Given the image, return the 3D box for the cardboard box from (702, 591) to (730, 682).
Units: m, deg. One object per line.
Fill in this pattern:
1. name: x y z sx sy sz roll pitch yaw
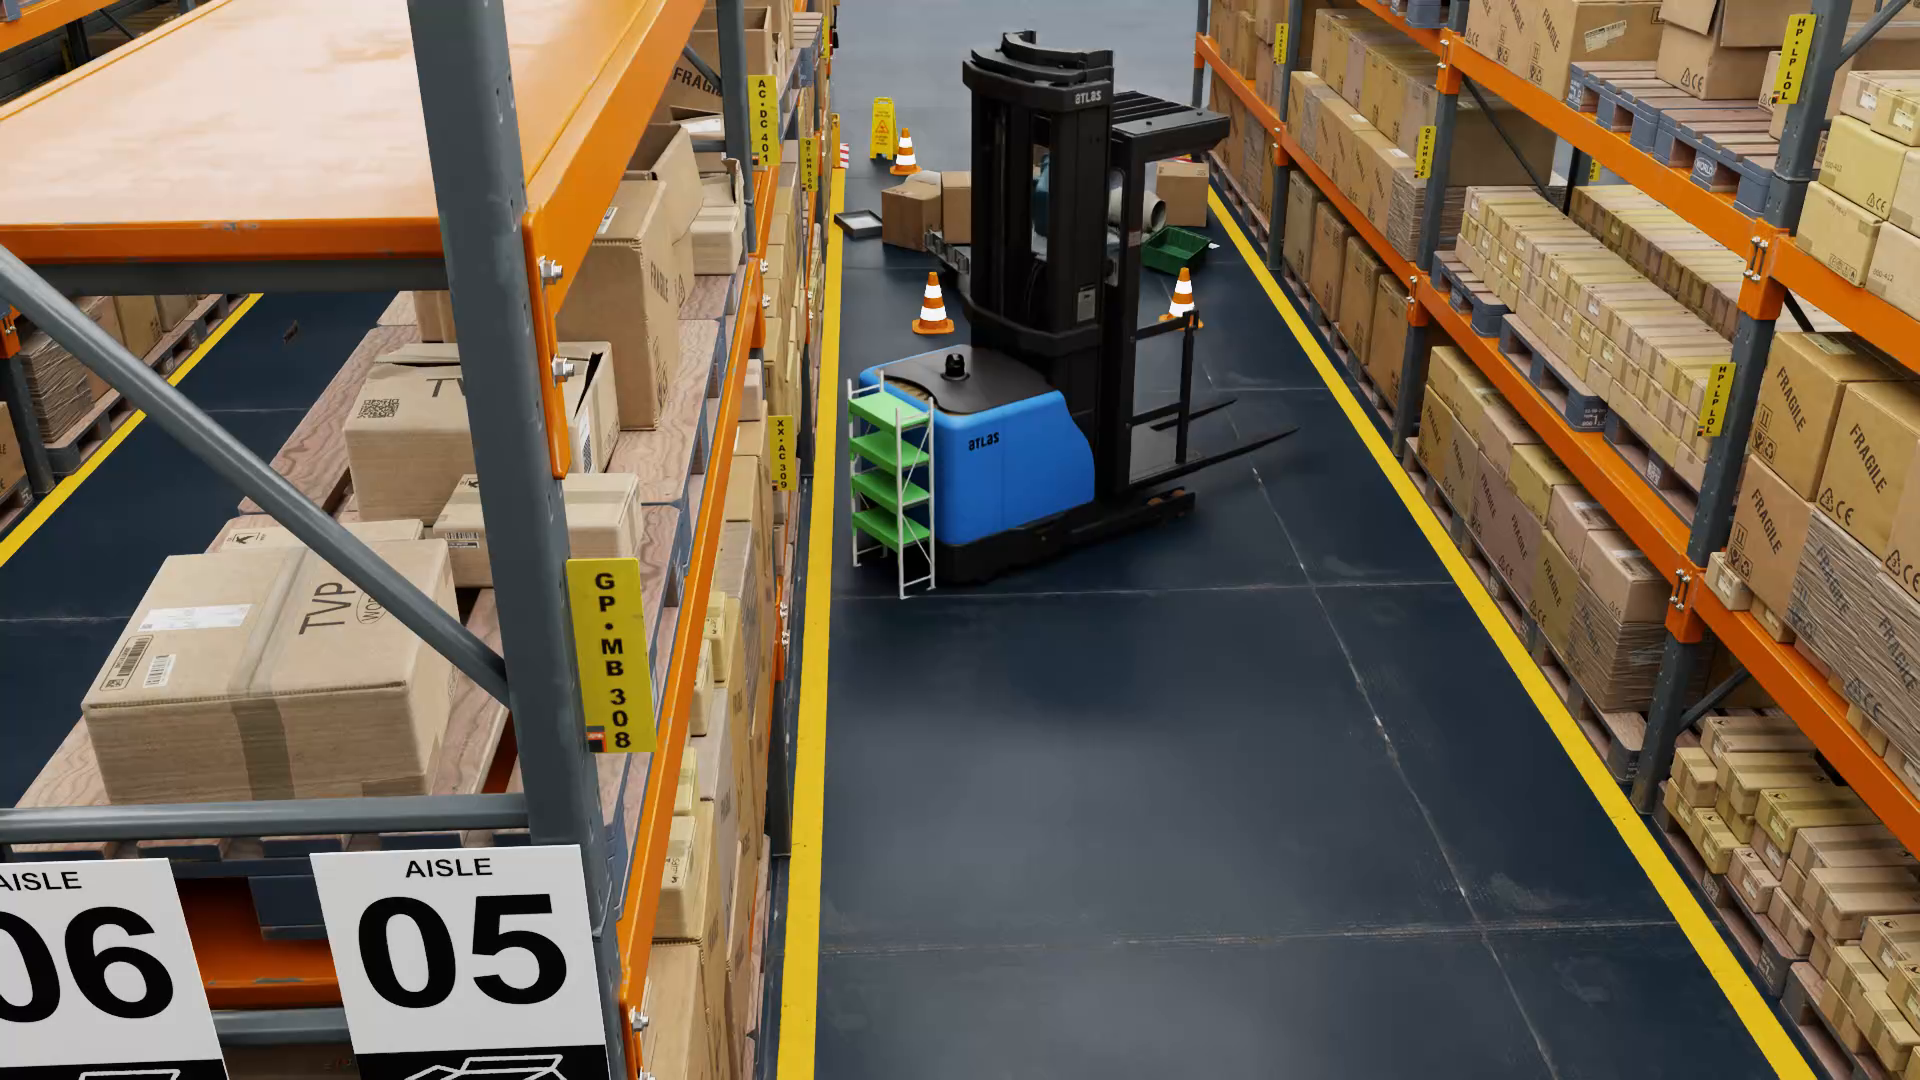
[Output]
1. cardboard box: -0.837 0.272 4.595 0.380 0.149 0.250 -2 28 -4

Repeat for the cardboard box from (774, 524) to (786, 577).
1. cardboard box: -1.024 -0.056 7.275 0.500 0.250 0.500 -2 28 -4

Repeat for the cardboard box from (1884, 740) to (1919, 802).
1. cardboard box: 3.478 0.778 5.786 0.380 0.149 0.250 0 28 0

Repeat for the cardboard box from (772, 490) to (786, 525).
1. cardboard box: -1.006 -0.278 7.160 0.500 0.250 0.500 -2 28 -4

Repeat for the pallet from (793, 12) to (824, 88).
1. pallet: -1.387 -2.710 9.163 1.213 0.211 1.003 0 28 0

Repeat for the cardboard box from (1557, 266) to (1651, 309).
1. cardboard box: 3.374 -1.324 8.720 0.380 0.149 0.250 -2 28 -3

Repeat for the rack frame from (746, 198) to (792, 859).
1. rack frame: -1.265 0.087 6.839 1.000 3.000 0.127 -1 28 -3

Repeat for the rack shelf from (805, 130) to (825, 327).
1. rack shelf: -1.578 -2.364 12.318 1.077 0.370 4.000 -1 28 -3

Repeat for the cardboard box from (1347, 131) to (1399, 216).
1. cardboard box: 3.122 -2.633 11.947 0.500 0.500 0.500 -2 28 -4

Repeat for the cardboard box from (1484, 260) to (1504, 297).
1. cardboard box: 3.314 -1.541 9.778 0.380 0.149 0.250 0 28 0

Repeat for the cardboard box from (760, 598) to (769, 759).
1. cardboard box: -0.953 0.489 5.961 0.500 0.500 0.500 -2 28 -4

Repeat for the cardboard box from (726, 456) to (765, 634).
1. cardboard box: -0.946 0.046 5.730 0.500 0.500 0.500 -2 28 -3

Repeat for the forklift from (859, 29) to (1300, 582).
1. forklift: 0.875 -1.577 10.104 3.031 2.935 1.130 -19 33 -31

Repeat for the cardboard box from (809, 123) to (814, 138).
1. cardboard box: -1.318 -3.093 12.754 0.380 0.149 0.250 -1 28 -2

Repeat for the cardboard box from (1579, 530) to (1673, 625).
1. cardboard box: 3.382 0.173 8.113 0.500 0.250 0.500 -2 28 -4

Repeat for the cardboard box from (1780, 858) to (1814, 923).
1. cardboard box: 3.535 1.393 6.642 0.380 0.149 0.250 -3 28 -5

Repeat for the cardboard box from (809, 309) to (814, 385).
1. cardboard box: -1.540 -1.383 12.045 0.950 0.372 0.625 -2 28 -4

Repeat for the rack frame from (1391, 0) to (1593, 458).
1. rack frame: 3.464 -1.926 10.699 1.000 3.000 0.127 -1 28 -3

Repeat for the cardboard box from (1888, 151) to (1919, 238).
1. cardboard box: 3.480 -1.106 5.504 0.500 0.250 0.500 -1 28 -3

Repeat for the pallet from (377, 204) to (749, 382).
1. pallet: -1.233 -0.825 5.441 1.003 0.211 1.213 -1 28 -3

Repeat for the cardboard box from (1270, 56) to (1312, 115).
1. cardboard box: 3.224 -4.010 14.532 0.875 0.550 0.550 -1 28 -3

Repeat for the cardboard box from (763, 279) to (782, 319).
1. cardboard box: -1.055 -0.845 7.436 0.500 0.500 0.500 -2 28 -3

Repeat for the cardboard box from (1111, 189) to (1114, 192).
1. cardboard box: 1.326 -3.310 16.310 0.396 0.266 0.258 3 28 6

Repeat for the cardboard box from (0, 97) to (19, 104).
1. cardboard box: -6.840 -3.176 12.287 0.380 0.149 0.250 -1 28 -3

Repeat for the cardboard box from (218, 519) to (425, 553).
1. cardboard box: -1.271 0.088 3.303 0.380 0.149 0.250 -3 28 -7

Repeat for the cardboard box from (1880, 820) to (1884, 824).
1. cardboard box: 4.065 1.253 6.911 0.380 0.149 0.250 -2 28 -4

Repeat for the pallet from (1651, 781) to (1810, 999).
1. pallet: 3.744 1.467 7.209 1.003 0.211 1.213 -1 28 -3

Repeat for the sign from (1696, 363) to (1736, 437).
1. sign: 3.119 -0.577 6.861 0.100 0.325 0.005 -1 28 -3

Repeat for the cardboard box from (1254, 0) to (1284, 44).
1. cardboard box: 3.126 -4.741 14.766 0.875 0.550 0.550 -1 28 -3

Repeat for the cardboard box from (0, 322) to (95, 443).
1. cardboard box: -6.449 -1.060 11.152 0.875 0.625 0.625 -1 28 -1

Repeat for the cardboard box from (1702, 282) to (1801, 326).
1. cardboard box: 4.043 -1.207 8.496 0.380 0.149 0.250 0 28 -1

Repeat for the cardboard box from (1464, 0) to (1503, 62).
1. cardboard box: 3.228 -3.030 9.464 0.500 0.500 0.500 -1 28 -3

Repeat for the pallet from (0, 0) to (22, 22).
1. pallet: -6.555 -3.196 10.094 1.213 0.211 1.003 0 28 0

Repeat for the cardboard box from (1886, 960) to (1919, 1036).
1. cardboard box: 3.540 1.622 5.882 0.380 0.149 0.250 -1 28 -2

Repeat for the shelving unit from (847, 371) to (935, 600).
1. shelving unit: -0.394 -0.312 9.550 0.258 1.200 0.503 -19 33 -32

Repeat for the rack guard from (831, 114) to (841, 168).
1. rack guard: -1.887 -4.311 17.975 1.175 0.500 0.348 -1 28 -3

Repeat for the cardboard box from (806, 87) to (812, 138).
1. cardboard box: -1.381 -3.294 12.439 0.500 0.500 0.500 0 28 -1

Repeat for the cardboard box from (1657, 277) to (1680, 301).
1. cardboard box: 4.014 -1.320 9.033 0.380 0.149 0.250 -1 28 -1

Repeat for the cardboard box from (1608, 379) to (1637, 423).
1. cardboard box: 3.417 -0.683 8.134 0.380 0.149 0.250 -3 28 -5

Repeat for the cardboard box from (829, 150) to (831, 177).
1. cardboard box: -1.561 -3.815 16.840 0.500 0.250 0.500 -1 28 -2

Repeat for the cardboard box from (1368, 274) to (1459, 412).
1. cardboard box: 3.522 -1.398 11.666 1.050 0.750 0.750 -2 28 -3

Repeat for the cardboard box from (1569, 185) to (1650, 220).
1. cardboard box: 3.948 -2.049 10.110 0.380 0.149 0.250 -2 28 -5

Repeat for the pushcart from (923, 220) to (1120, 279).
1. pushcart: 0.592 -2.523 14.678 1.648 0.377 0.936 -11 30 -20

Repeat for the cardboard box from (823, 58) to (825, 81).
1. cardboard box: -1.490 -4.457 15.121 0.500 0.500 0.500 -2 28 -3

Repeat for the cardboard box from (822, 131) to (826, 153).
1. cardboard box: -1.390 -3.532 14.786 0.380 0.149 0.250 -1 28 -2

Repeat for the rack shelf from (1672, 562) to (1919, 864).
1. rack shelf: 3.778 1.164 5.553 1.077 0.370 4.000 -1 28 -3

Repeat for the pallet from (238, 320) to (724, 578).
1. pallet: -1.172 -0.263 4.363 1.003 0.211 1.213 -1 28 -3

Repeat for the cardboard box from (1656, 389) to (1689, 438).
1. cardboard box: 3.440 -0.586 7.626 0.380 0.149 0.250 -1 28 -2

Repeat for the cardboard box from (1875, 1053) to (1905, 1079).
1. cardboard box: 3.570 1.893 6.006 0.380 0.149 0.250 -1 28 -1

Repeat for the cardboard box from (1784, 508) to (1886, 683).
1. cardboard box: 3.480 0.208 6.177 0.500 0.500 0.500 -1 28 -3

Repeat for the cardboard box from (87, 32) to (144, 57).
1. cardboard box: -6.958 -4.089 13.716 0.380 0.149 0.250 -1 28 -3

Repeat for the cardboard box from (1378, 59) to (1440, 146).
1. cardboard box: 3.394 -3.092 11.745 0.700 0.500 0.500 -2 28 -3

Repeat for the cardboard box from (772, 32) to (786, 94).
1. cardboard box: -1.011 -2.221 7.713 0.396 0.266 0.258 1 28 2

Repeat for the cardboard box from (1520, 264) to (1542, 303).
1. cardboard box: 3.348 -1.425 9.234 0.380 0.149 0.250 -1 28 -3

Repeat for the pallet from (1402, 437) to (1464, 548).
1. pallet: 3.504 -0.329 10.652 1.003 0.211 1.213 -1 28 -3

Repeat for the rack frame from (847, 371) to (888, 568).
1. rack frame: -0.539 -0.403 9.724 0.240 1.200 0.015 -19 33 -32

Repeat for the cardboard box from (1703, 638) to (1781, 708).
1. cardboard box: 3.899 0.496 8.305 0.500 0.500 0.500 0 28 -1

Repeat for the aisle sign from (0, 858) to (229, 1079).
1. aisle sign: -1.362 0.823 2.618 0.394 0.787 0.004 -1 28 -3
